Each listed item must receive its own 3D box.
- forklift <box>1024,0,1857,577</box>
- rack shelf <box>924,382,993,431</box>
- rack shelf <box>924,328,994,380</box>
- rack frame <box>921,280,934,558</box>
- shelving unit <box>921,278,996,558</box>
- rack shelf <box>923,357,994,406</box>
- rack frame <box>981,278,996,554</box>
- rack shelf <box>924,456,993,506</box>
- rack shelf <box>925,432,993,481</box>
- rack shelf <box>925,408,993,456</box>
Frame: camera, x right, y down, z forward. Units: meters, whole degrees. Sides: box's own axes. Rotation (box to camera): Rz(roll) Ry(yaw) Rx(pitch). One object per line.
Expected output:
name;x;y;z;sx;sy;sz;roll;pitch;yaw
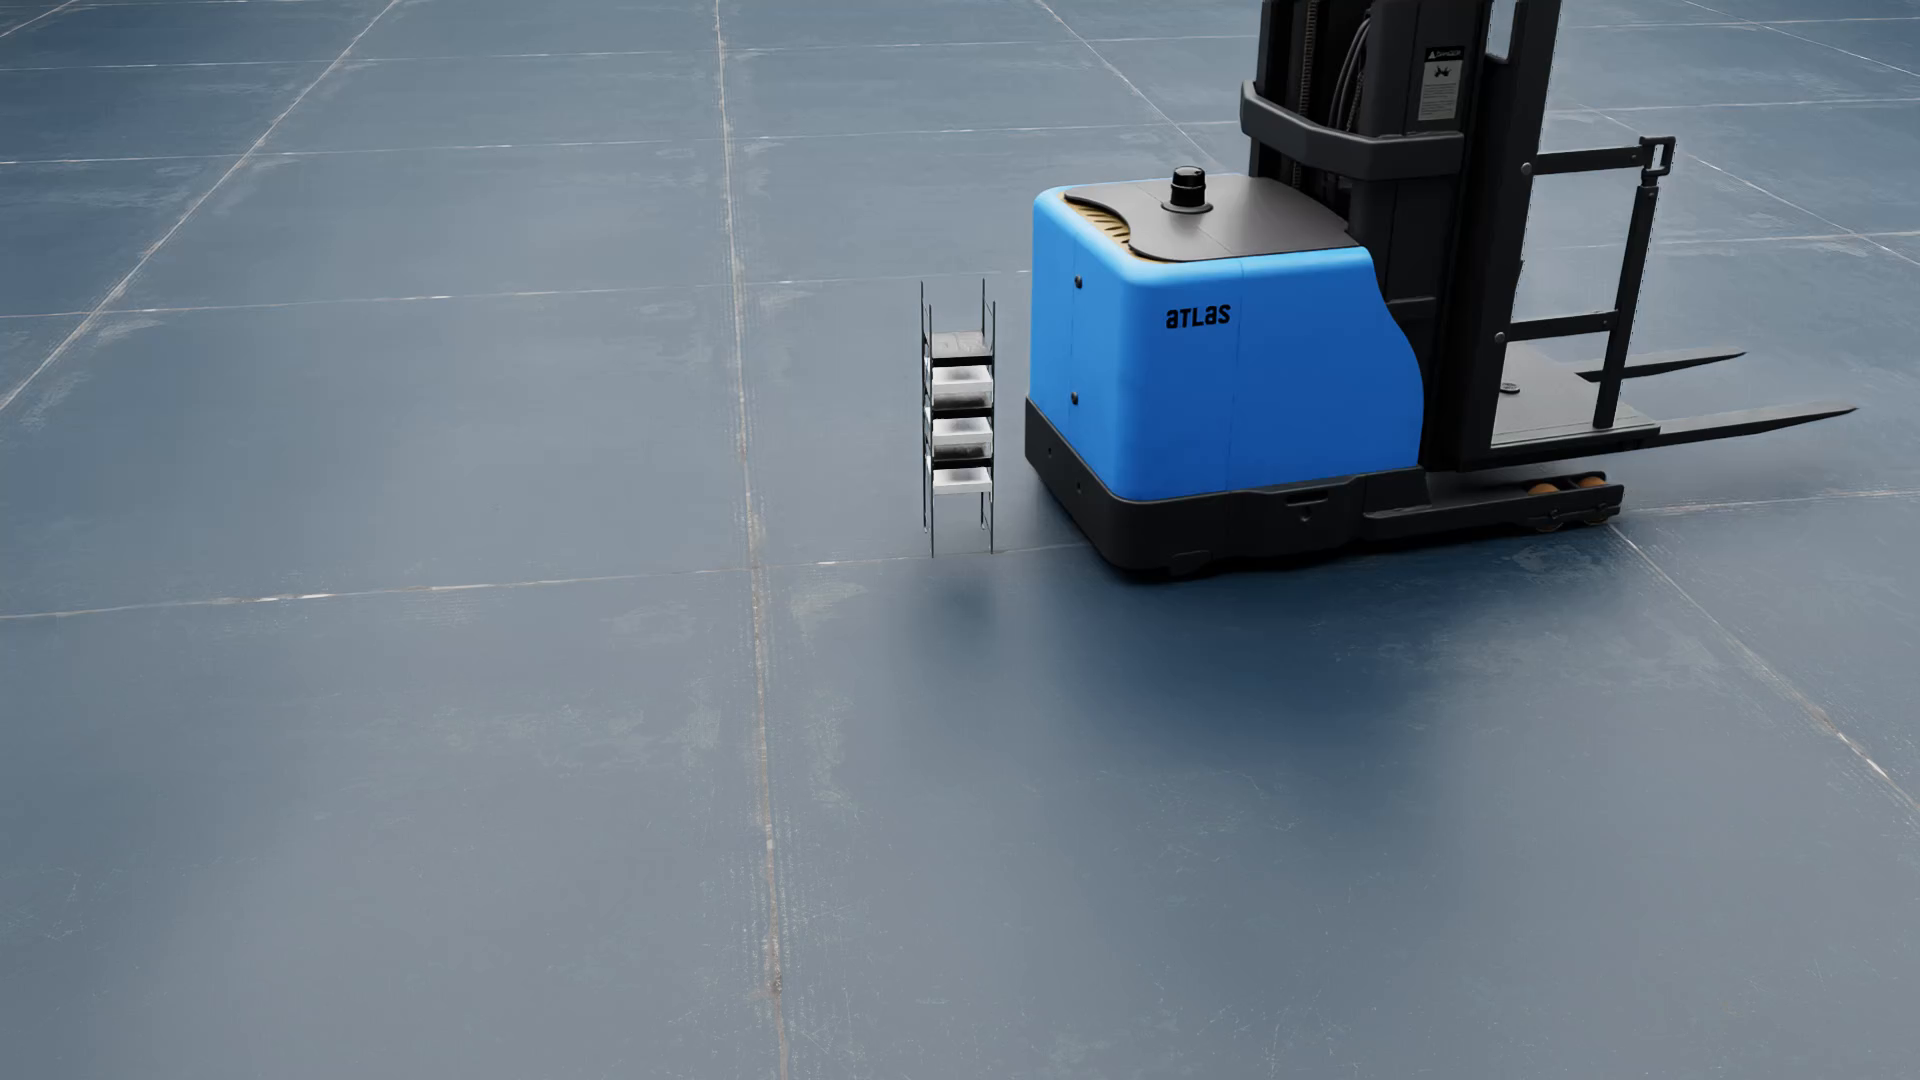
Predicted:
forklift;1.816;-1.554;5.569;3.031;2.935;1.130;-8;28;-14
rack shelf;-0.008;-0.450;5.518;0.200;0.077;0.258;-4;27;-7
rack shelf;-0.008;-0.610;5.436;0.200;0.077;0.258;-4;27;-7
rack frame;-0.109;-0.393;5.531;0.006;0.900;0.240;-4;27;-7
shelving unit;-0.008;-0.400;5.544;0.210;0.900;0.258;-4;27;-7
rack shelf;-0.008;-0.530;5.477;0.200;0.077;0.258;-4;27;-7
rack frame;0.093;-0.406;5.556;0.006;0.900;0.240;-4;27;-7
rack shelf;-0.008;-0.210;5.641;0.200;0.077;0.258;-4;27;-7
rack shelf;-0.008;-0.290;5.600;0.200;0.077;0.258;-4;27;-7
rack shelf;-0.008;-0.370;5.559;0.200;0.077;0.258;-4;27;-7
